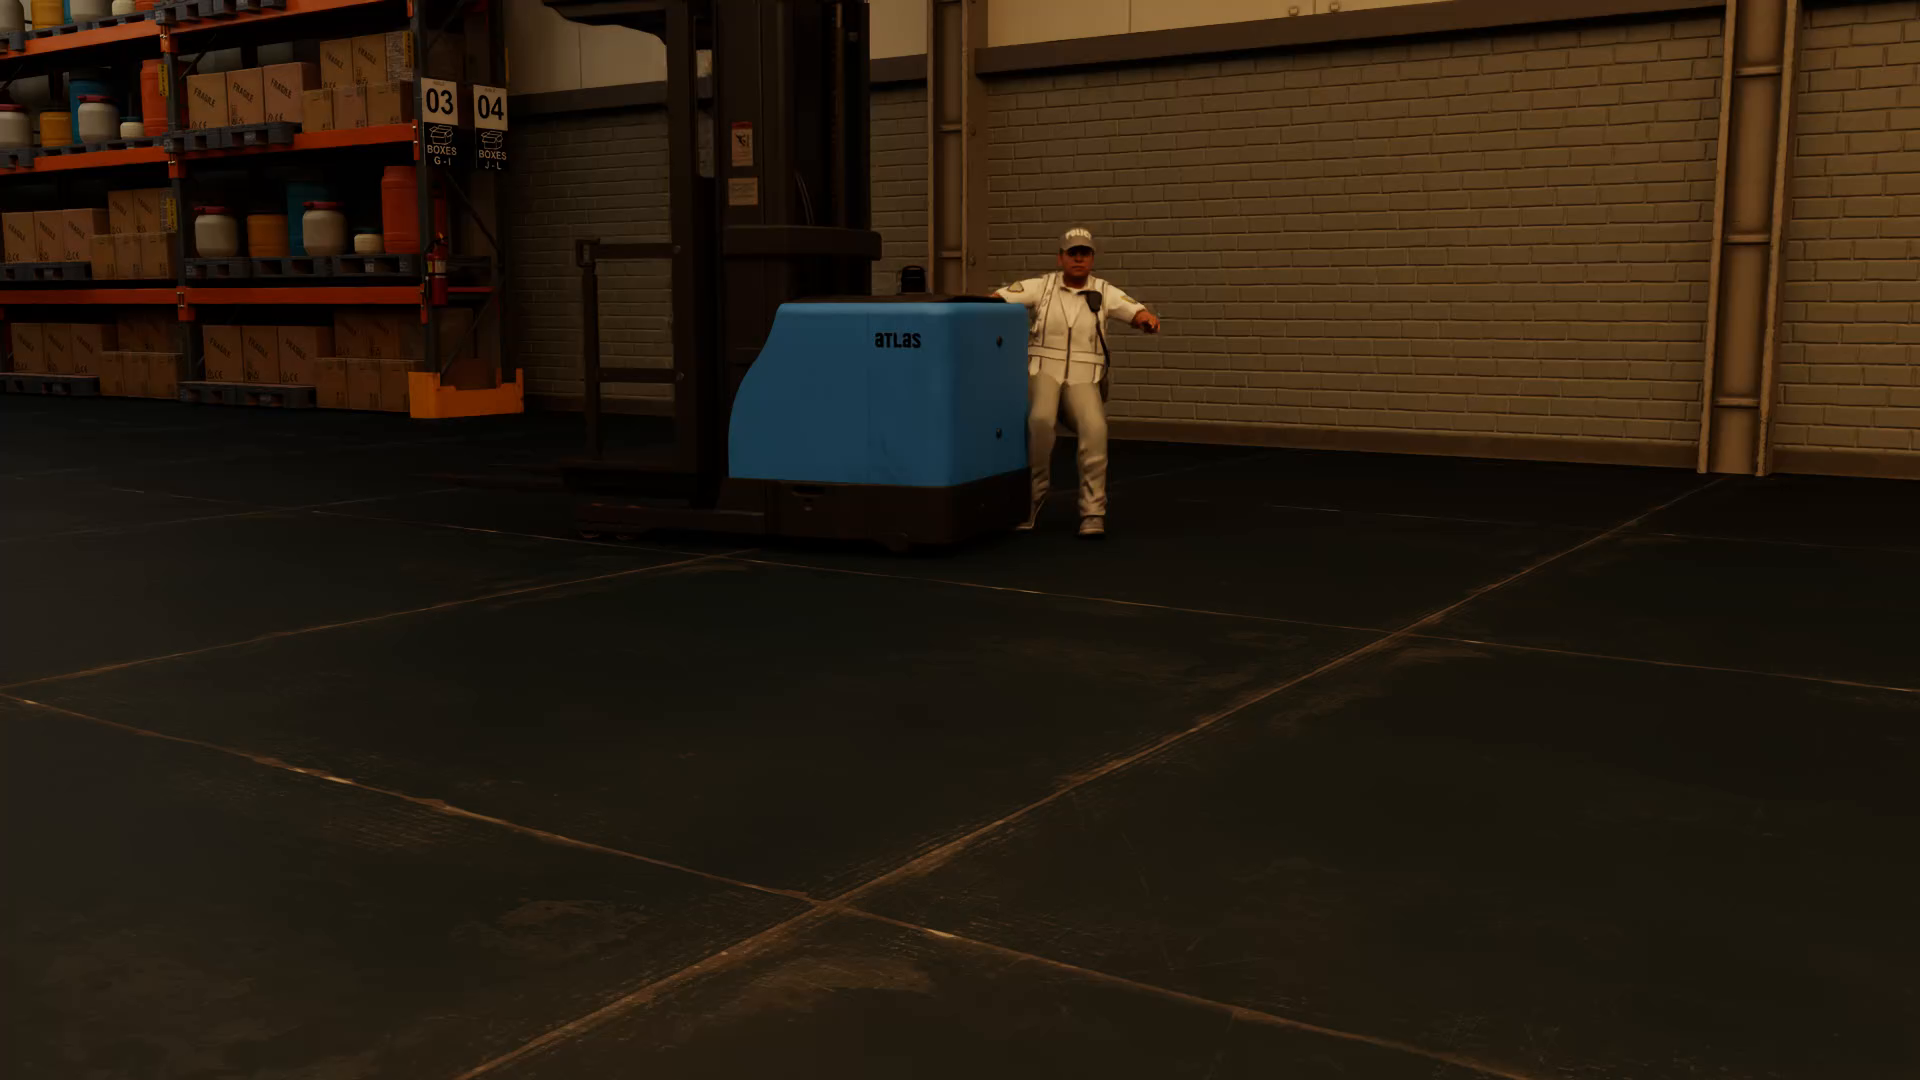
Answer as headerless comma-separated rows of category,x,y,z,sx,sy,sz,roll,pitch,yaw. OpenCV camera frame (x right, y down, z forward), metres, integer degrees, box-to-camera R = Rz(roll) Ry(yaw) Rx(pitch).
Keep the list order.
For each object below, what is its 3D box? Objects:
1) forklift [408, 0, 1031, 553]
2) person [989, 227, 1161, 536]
forklift,-1.232,-1.510,7.808,3.031,2.935,1.130,3,9,23
person,0.516,-0.766,7.873,0.900,1.428,0.824,-1,8,-8
